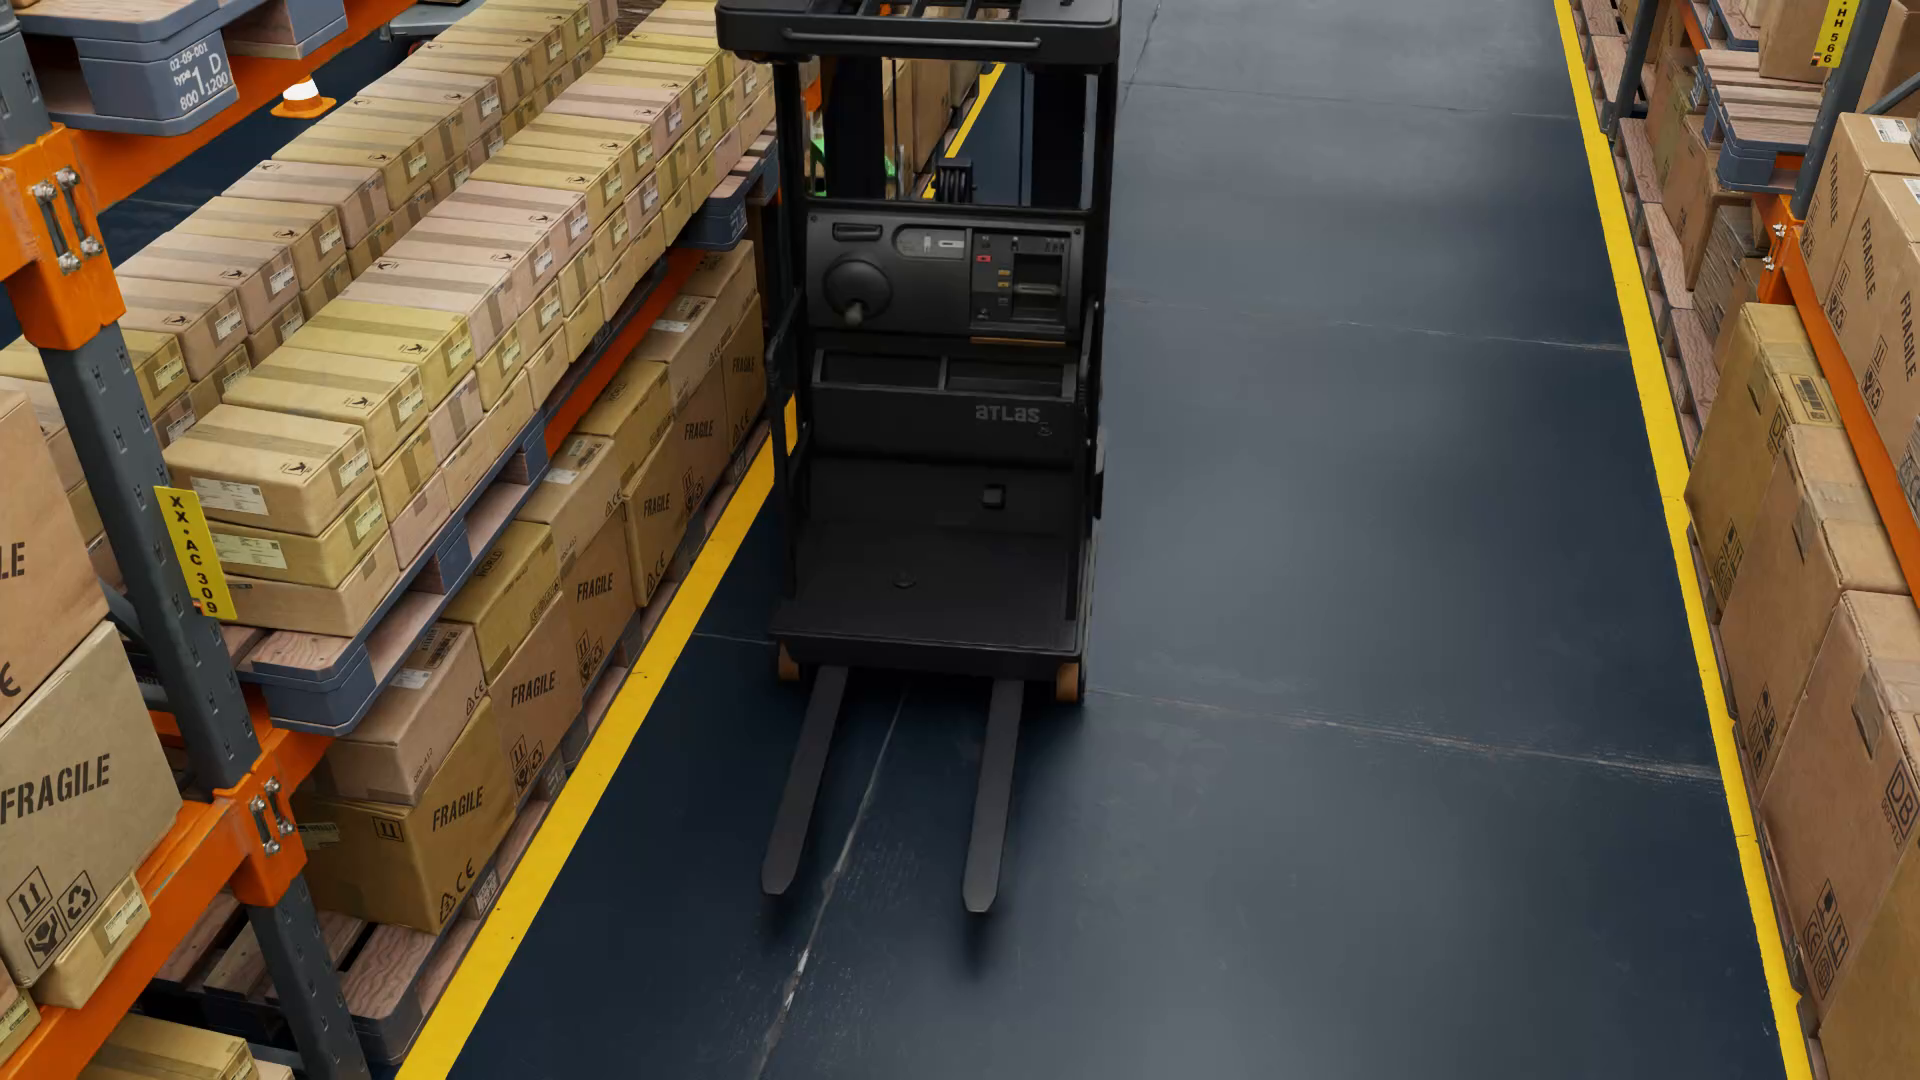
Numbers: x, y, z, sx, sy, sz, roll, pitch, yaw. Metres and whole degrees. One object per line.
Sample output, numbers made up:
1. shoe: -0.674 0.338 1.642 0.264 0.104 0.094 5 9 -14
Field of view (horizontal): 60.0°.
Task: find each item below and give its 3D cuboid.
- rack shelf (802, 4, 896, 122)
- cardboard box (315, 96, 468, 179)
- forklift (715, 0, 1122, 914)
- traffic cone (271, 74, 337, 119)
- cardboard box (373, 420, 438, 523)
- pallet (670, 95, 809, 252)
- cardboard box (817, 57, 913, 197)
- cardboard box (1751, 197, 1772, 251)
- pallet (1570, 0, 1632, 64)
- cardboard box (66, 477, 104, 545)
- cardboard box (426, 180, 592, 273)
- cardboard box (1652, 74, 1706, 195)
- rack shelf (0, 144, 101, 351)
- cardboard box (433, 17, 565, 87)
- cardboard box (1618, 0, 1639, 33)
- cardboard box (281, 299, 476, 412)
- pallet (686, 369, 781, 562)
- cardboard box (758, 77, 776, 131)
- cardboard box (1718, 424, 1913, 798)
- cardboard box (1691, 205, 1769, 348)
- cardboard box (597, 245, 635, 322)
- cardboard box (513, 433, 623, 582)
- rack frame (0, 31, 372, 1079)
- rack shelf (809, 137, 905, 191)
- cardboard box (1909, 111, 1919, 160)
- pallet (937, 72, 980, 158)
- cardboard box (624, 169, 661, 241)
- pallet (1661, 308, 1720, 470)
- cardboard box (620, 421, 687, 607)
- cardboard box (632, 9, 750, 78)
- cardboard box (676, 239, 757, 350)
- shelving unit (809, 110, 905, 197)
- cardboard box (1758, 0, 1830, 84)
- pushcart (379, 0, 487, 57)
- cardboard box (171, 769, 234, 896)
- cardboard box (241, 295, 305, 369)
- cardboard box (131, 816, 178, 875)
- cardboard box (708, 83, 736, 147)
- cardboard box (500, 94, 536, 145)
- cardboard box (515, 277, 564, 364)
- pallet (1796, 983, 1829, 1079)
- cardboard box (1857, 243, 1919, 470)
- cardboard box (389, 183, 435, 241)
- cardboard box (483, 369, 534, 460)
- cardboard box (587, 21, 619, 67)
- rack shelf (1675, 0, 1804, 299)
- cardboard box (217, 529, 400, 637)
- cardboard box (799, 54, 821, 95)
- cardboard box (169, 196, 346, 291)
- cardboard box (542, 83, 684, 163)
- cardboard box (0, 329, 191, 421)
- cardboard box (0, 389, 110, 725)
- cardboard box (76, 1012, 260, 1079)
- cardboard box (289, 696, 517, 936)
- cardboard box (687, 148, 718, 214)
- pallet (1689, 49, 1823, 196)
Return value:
1. rack shelf: -0.821 -2.832 8.715 1.077 0.370 4.000 7 37 10
2. cardboard box: -1.816 -1.292 5.325 0.380 0.149 0.250 8 37 11
3. forklift: -0.076 -0.821 5.385 1.130 2.935 3.031 4 36 5
4. traffic cone: -4.149 -2.919 10.383 0.336 0.463 0.334 7 37 10
5. cardboard box: -1.516 -0.189 4.058 0.380 0.149 0.250 7 36 9
6. pallet: -1.297 -1.477 6.396 1.213 0.211 1.003 7 37 10
7. cardboard box: -0.847 -2.075 8.617 1.050 0.750 0.750 8 37 11
8. cardboard box: 3.793 -1.460 7.325 0.500 0.250 0.500 11 37 15
9. pallet: 4.797 -3.552 11.471 1.003 0.211 1.213 7 37 10
10. cardboard box: -2.211 -0.125 3.969 0.380 0.149 0.250 8 37 11
11. cardboard box: -1.294 -0.902 4.788 0.380 0.149 0.250 9 37 12
12. cardboard box: 4.157 -2.136 8.896 0.700 0.500 0.500 7 37 10
13. rack shelf: -2.530 0.540 1.506 1.077 0.370 4.000 7 37 10
14. cardboard box: -1.648 -1.751 5.959 0.380 0.149 0.250 7 37 10
15. cardboard box: 4.725 -3.668 11.027 0.500 0.500 0.500 4 36 6
16. cardboard box: -1.458 -0.468 4.189 0.380 0.149 0.250 8 37 10
17. pallet: -1.417 -0.400 7.122 1.003 0.211 1.213 7 37 10
18. cardboard box: -0.905 -1.705 6.402 0.380 0.149 0.250 8 37 11
19. cardboard box: 3.210 0.296 5.238 1.225 0.875 0.875 7 37 10
20. cardboard box: 3.805 -1.169 7.562 0.700 0.500 0.500 4 36 6
21. cardboard box: -1.239 -0.813 5.172 0.380 0.149 0.250 6 36 8
22. cardboard box: -1.462 -0.133 5.511 0.500 0.250 0.500 9 37 12
23. rack frame: -2.103 0.316 3.757 1.000 3.000 0.127 7 37 10
24. rack shelf: -0.440 -1.576 7.073 0.258 0.148 0.480 -13 37 -19
25. cardboard box: 3.403 -1.327 5.084 0.797 0.503 0.637 9 37 12
26. pallet: -0.485 -2.689 10.280 1.003 0.211 1.213 7 37 10
27. cardboard box: -1.183 -1.085 5.294 0.380 0.149 0.250 8 37 11
28. pallet: 3.744 -0.616 7.420 1.003 0.211 1.213 7 37 10
29. cardboard box: -1.345 -0.122 6.135 0.500 0.500 0.500 6 36 8
30. cardboard box: -0.961 -1.804 6.032 0.380 0.149 0.250 7 36 9
31. cardboard box: -1.138 -1.013 6.725 0.500 0.250 0.500 6 36 9
32. shelving unit: -0.450 -1.235 7.311 0.258 1.200 0.503 -13 37 -19
33. cardboard box: 3.673 -2.155 6.724 0.700 0.500 0.500 13 38 17
34. pushcart: -3.013 -3.514 11.276 1.648 0.377 0.936 -5 36 -6
35. cardboard box: -2.191 0.703 4.997 0.500 0.500 0.500 7 36 9
36. cardboard box: -2.046 -0.576 4.591 0.380 0.149 0.250 6 36 8
37. cardboard box: -1.935 0.611 3.565 0.380 0.149 0.250 7 37 9
38. cardboard box: -1.018 -1.521 5.895 0.380 0.149 0.250 8 37 11
39. cardboard box: -1.711 -1.460 5.811 0.380 0.149 0.250 7 37 10
40. cardboard box: -1.351 -0.641 4.682 0.380 0.149 0.250 9 37 12
41. pallet: 2.812 1.673 4.261 1.003 0.211 1.213 7 37 10
42. cardboard box: 2.992 -0.503 4.803 0.500 0.500 0.500 7 36 9
43. cardboard box: -1.875 -1.020 5.204 0.380 0.149 0.250 9 37 12
44. cardboard box: -1.404 -0.366 4.556 0.380 0.149 0.250 8 37 10
45. cardboard box: -1.548 -1.914 6.437 0.380 0.149 0.250 9 37 12
46. rack shelf: 4.003 -2.152 7.777 1.077 0.370 4.000 7 37 10
47. cardboard box: -1.569 0.080 3.940 0.380 0.149 0.250 6 36 8
48. cardboard box: -0.889 -2.241 7.200 0.500 0.500 0.500 8 37 10
49. cardboard box: -1.982 -0.840 4.703 0.380 0.149 0.250 6 36 8
50. cardboard box: -1.128 -1.363 5.423 0.380 0.149 0.250 7 37 10
51. cardboard box: -2.151 -0.402 4.097 0.380 0.149 0.250 6 36 9
52. cardboard box: -1.939 0.054 2.929 0.500 0.500 0.500 6 36 8
53. cardboard box: -1.925 1.296 3.970 0.380 0.149 0.250 8 37 11
54. cardboard box: -1.686 0.768 4.906 0.500 0.500 0.500 9 37 12
55. cardboard box: -1.071 -1.273 5.806 0.380 0.149 0.250 7 36 9
56. pallet: 3.624 -1.641 6.622 1.213 0.211 1.003 7 37 10
